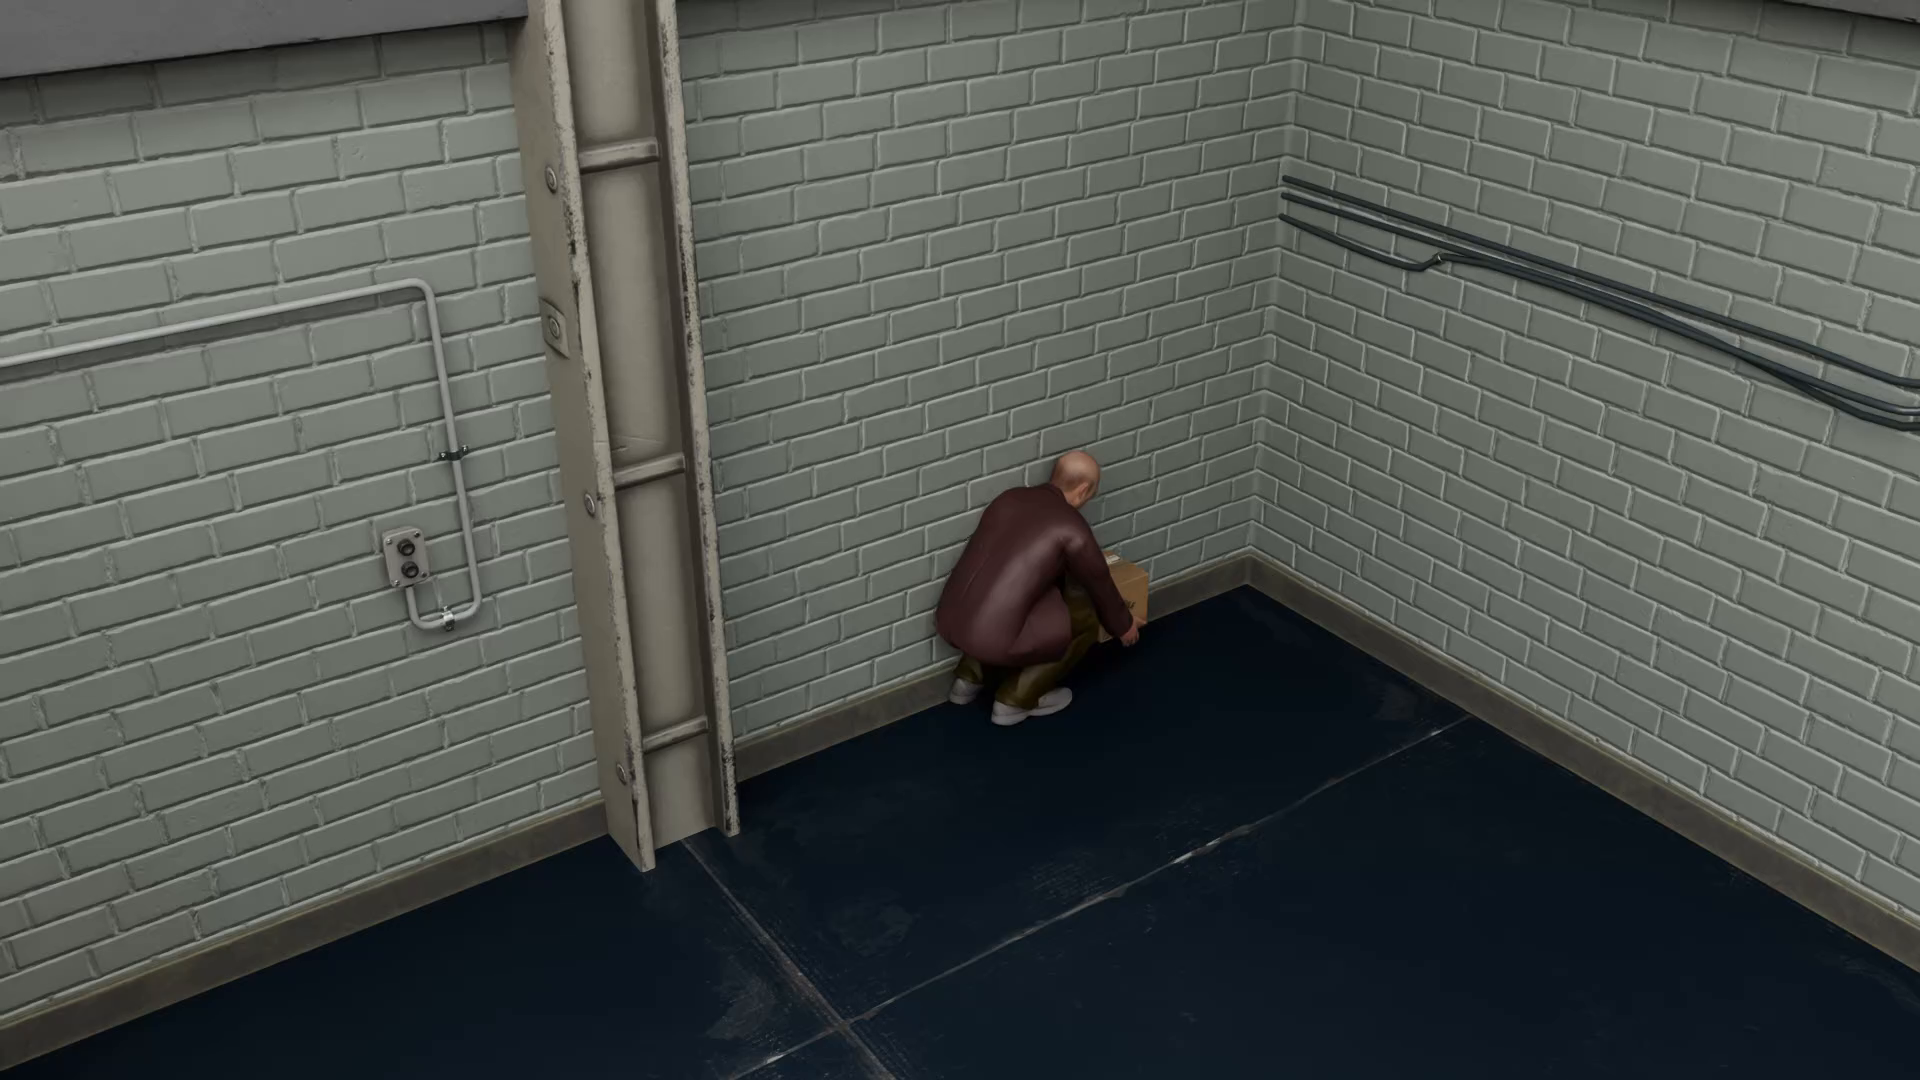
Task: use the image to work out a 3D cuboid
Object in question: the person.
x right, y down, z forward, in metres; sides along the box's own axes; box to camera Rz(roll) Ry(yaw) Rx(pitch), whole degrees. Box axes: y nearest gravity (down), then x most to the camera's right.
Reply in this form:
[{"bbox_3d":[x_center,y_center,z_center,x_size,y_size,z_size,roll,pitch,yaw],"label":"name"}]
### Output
[{"bbox_3d":[0.312,0.186,6.640,0.926,0.984,0.583,-19,34,-31],"label":"person"}]
